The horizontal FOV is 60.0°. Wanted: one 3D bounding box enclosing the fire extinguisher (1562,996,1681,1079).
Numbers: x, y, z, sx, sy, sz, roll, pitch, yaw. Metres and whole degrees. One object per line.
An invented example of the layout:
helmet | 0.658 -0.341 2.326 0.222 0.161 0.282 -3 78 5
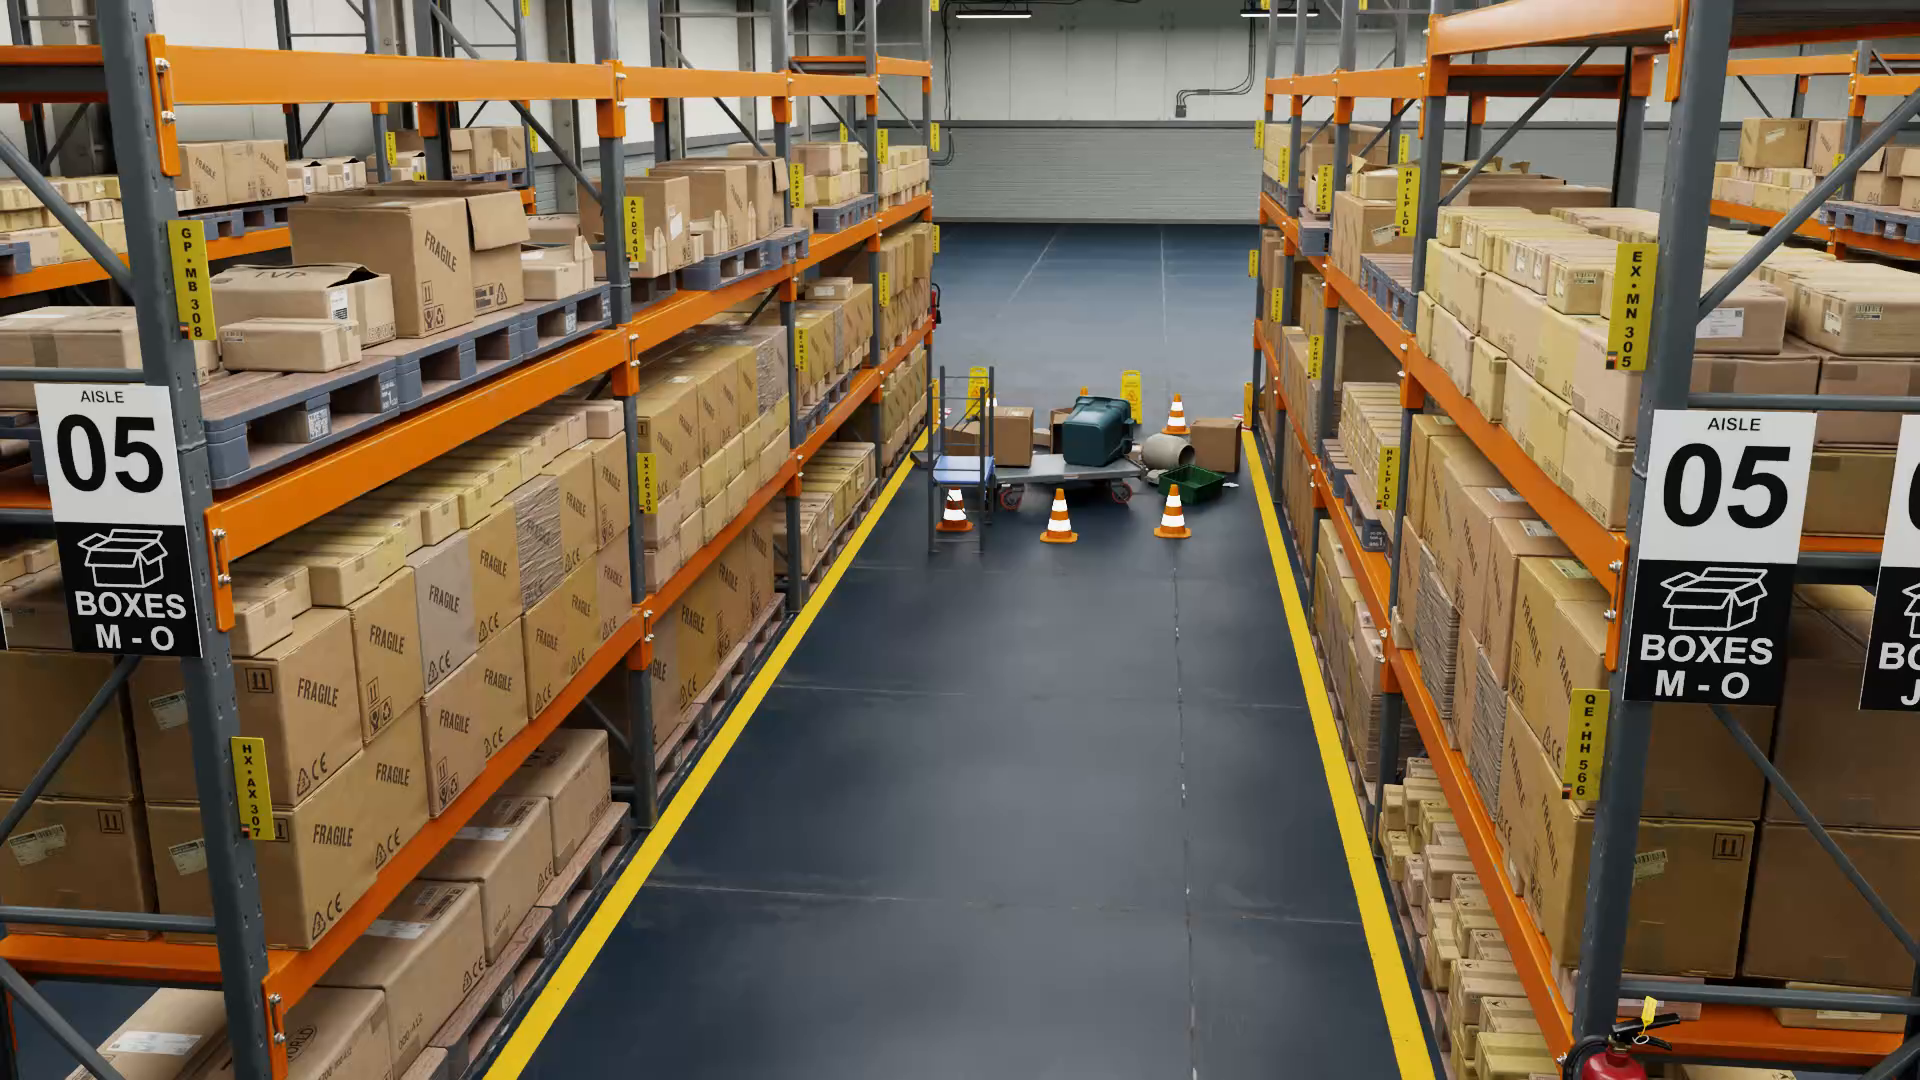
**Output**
fire extinguisher | 1.787 1.568 4.566 0.296 0.674 0.183 2 15 6

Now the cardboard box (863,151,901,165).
cardboard box | -0.849 -4.122 17.954 0.380 0.149 0.250 2 15 7

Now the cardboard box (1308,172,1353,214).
cardboard box | 2.997 -2.711 12.959 0.500 0.311 0.500 2 15 6

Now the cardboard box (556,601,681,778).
cardboard box | -2.214 0.802 9.803 0.875 0.875 0.875 2 15 8

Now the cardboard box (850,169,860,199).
cardboard box | -1.224 -3.355 15.648 0.500 0.250 0.500 1 15 5

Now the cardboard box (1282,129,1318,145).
cardboard box | 3.410 -4.011 16.546 0.380 0.149 0.250 2 15 6

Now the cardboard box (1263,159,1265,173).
cardboard box | 3.722 -4.349 19.324 0.380 0.149 0.250 2 15 7

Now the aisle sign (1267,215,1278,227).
aisle sign | 3.789 -4.133 19.806 0.394 0.787 0.004 2 15 6

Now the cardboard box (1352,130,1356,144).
cardboard box | 4.035 -3.926 16.235 0.380 0.149 0.250 2 15 6

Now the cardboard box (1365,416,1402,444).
cardboard box | 2.785 -0.689 10.589 0.380 0.149 0.250 2 15 8

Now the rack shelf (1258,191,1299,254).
rack shelf | 3.854 -3.432 17.829 1.077 0.370 4.000 2 15 6

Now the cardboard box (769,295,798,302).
cardboard box | -1.765 -1.956 15.172 0.500 0.500 0.500 2 15 6

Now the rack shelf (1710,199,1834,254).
rack shelf | 8.771 -3.260 17.192 1.077 0.370 4.000 2 15 6

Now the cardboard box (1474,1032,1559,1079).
cardboard box | 2.070 1.906 5.970 0.380 0.149 0.250 1 15 5

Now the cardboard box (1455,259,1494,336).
cardboard box | 2.301 -0.978 6.704 0.500 0.250 0.500 2 15 7

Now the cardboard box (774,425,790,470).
cardboard box | -1.552 -0.684 12.320 0.500 0.250 0.500 1 15 4

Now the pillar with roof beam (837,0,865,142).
pillar with roof beam | 0.906 -13.511 47.978 9.100 9.000 0.548 2 15 6

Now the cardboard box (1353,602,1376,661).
cardboard box | 2.629 0.570 9.942 0.500 0.250 0.500 2 15 9

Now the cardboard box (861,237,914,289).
cardboard box | -0.874 -2.976 17.833 0.700 0.500 0.500 1 15 5

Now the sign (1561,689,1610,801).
sign | 1.725 0.566 4.586 0.100 0.325 0.005 2 15 6

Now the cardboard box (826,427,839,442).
cardboard box | -1.502 -1.331 17.453 0.500 0.500 0.500 1 15 5

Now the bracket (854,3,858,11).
bracket | -3.066 -15.257 47.540 0.235 0.232 0.430 2 15 6

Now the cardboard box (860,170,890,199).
cardboard box | -0.980 -3.558 16.632 0.500 0.250 0.500 1 15 5

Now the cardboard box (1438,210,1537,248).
cardboard box | 2.388 -1.410 7.535 0.380 0.149 0.250 1 15 4

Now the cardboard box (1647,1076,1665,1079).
cardboard box | 2.752 2.002 6.186 0.380 0.149 0.250 2 15 8

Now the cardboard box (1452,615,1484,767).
cardboard box | 2.246 0.589 6.563 0.500 0.500 0.500 2 15 9

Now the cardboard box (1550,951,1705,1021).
cardboard box | 2.030 1.328 5.075 0.380 0.149 0.250 2 15 6

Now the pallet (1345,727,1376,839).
pallet | 2.812 1.406 9.646 1.003 0.211 1.213 2 15 6

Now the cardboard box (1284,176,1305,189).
cardboard box | 3.351 -3.495 16.166 0.380 0.149 0.250 2 15 6

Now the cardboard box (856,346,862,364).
cardboard box | -1.126 -1.737 15.603 0.380 0.149 0.250 1 15 5

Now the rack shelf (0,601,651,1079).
rack shelf | -2.430 1.008 7.153 1.077 0.370 4.000 2 15 6

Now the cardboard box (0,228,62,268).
cardboard box | -6.614 -2.016 11.498 0.500 0.250 0.500 2 15 6

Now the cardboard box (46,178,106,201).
cardboard box | -6.565 -2.589 12.285 0.380 0.149 0.250 1 15 4

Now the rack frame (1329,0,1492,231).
rack frame | 3.177 -3.672 11.589 1.000 3.000 0.127 2 15 6

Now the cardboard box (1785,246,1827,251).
cardboard box | 8.435 -2.699 16.809 0.500 0.500 0.500 2 15 6

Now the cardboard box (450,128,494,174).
cardboard box | -5.806 -4.478 19.129 0.700 0.500 0.500 2 15 7

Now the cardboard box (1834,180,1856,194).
cardboard box | 8.295 -3.302 15.490 0.380 0.149 0.250 2 15 8

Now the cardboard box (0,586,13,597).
cardboard box | -6.748 0.614 11.215 0.500 0.500 0.500 1 15 5

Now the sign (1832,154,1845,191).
sign | 8.005 -3.352 15.164 0.100 0.325 0.005 2 15 6

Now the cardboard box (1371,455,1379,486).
cardboard box | 2.719 -0.414 10.142 0.380 0.149 0.250 2 15 7

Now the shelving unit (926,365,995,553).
shelving unit | 0.017 -0.751 15.127 0.538 1.500 1.048 1 16 5

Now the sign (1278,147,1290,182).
sign | 3.076 -3.565 15.798 0.100 0.325 0.005 2 15 6

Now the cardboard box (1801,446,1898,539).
cardboard box | 2.579 -0.185 4.729 0.500 0.250 0.500 2 15 8

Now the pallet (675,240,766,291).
pallet | -1.896 -1.793 10.751 1.003 0.211 1.213 2 15 9

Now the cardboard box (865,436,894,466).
cardboard box | -0.967 -0.953 17.491 0.500 0.250 0.500 1 15 4

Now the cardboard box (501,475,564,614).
cardboard box | -2.097 0.006 7.376 0.500 0.500 0.500 2 15 7

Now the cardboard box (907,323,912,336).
cardboard box | -0.755 -2.412 18.904 0.380 0.149 0.250 2 15 6

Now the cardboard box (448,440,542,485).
cardboard box | -2.102 -0.351 7.451 0.380 0.149 0.250 2 15 6

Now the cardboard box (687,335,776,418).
cardboard box | -1.601 -1.151 11.653 0.500 0.500 0.500 2 15 7

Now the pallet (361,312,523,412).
pallet | -2.447 -0.735 6.647 1.003 0.211 1.213 2 15 6

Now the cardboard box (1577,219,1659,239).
cardboard box | 2.809 -1.260 6.983 0.380 0.149 0.250 2 15 8

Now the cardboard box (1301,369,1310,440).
cardboard box | 3.018 -1.078 13.298 0.500 0.500 0.500 2 15 6

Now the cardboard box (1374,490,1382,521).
cardboard box | 2.687 -0.198 9.911 0.380 0.149 0.250 1 15 4

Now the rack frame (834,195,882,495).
rack frame | -1.302 -1.933 16.651 1.000 3.000 0.127 2 15 6

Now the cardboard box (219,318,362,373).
cardboard box | -2.305 -0.673 5.733 0.380 0.149 0.250 2 15 8

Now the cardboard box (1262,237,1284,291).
cardboard box | 3.830 -3.062 18.473 0.875 0.550 0.550 2 15 6

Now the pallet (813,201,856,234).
pallet | -1.591 -2.864 14.708 1.213 0.211 1.003 2 15 6
